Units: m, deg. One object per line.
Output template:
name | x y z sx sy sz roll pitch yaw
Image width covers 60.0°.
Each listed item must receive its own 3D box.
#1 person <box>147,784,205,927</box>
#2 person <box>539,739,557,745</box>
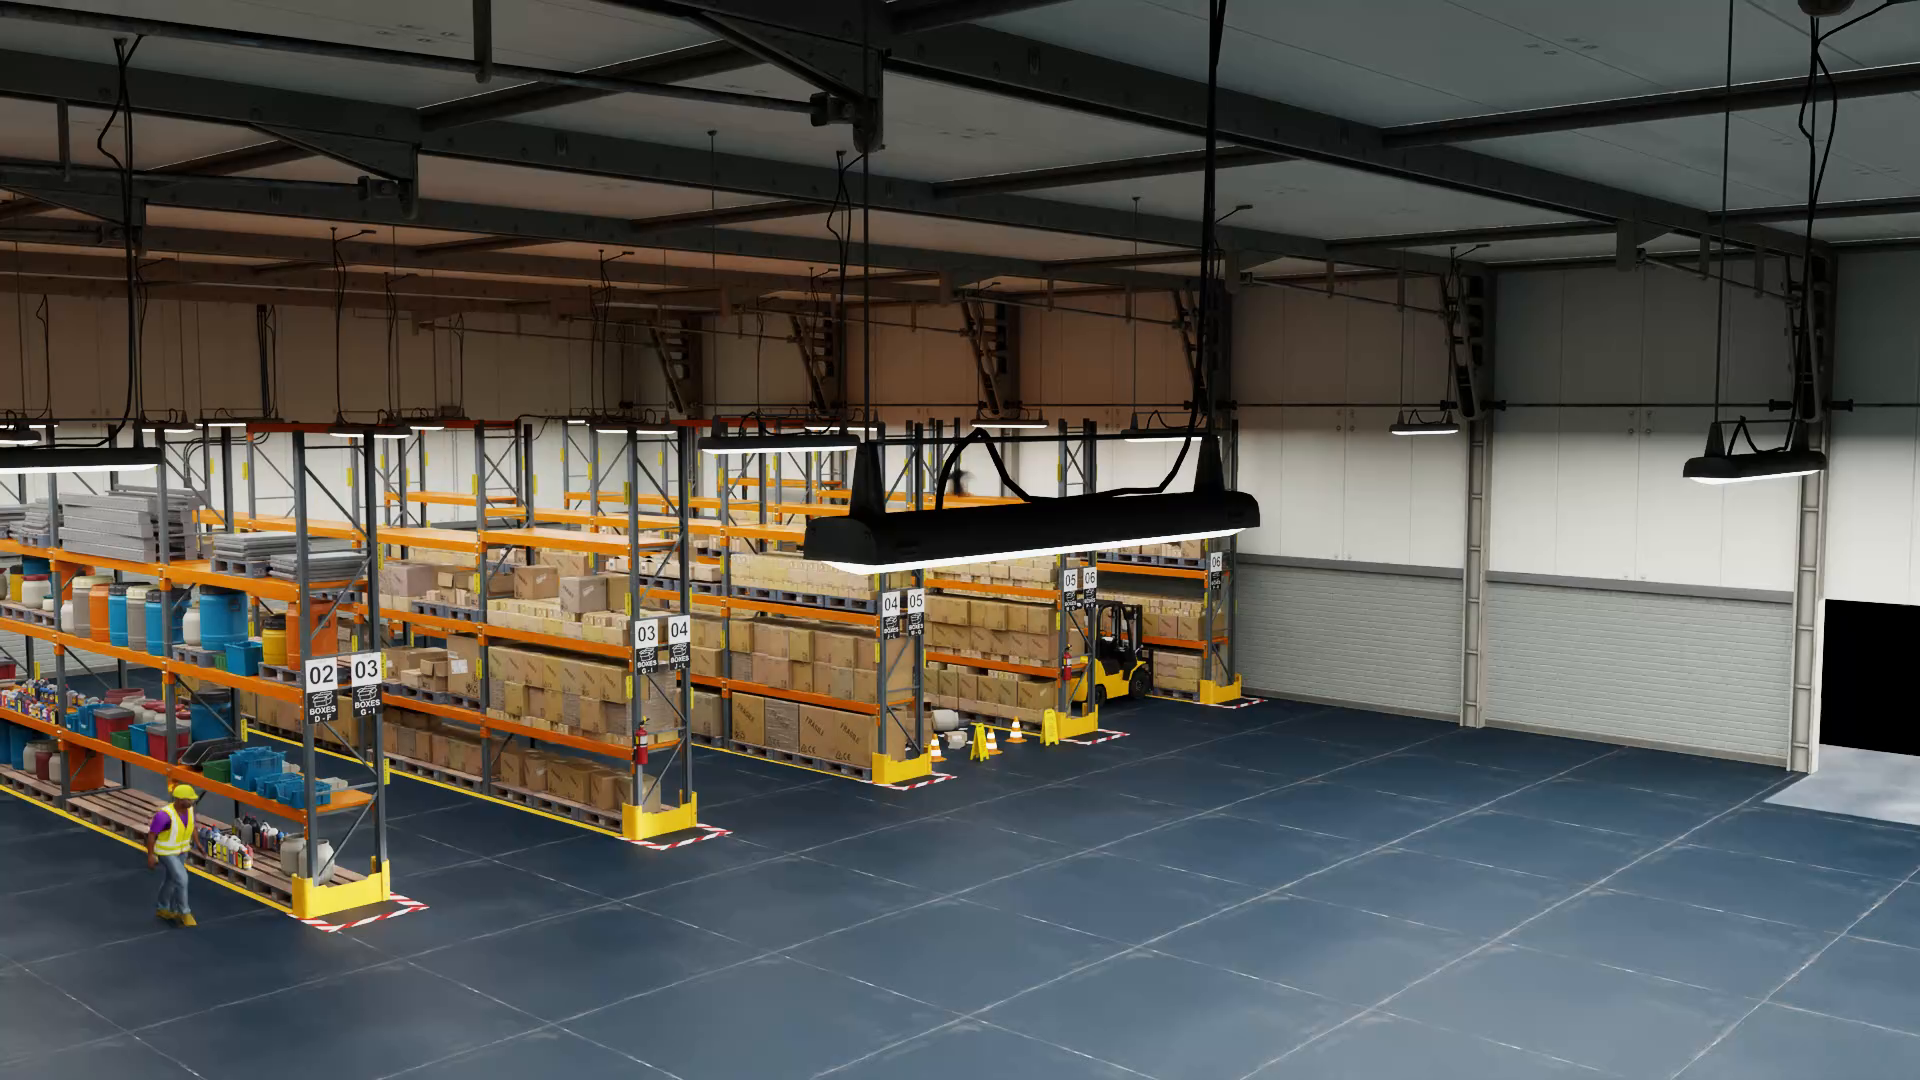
person | -9.575 3.819 20.189 0.739 1.760 0.678 2 5 20
person | -7.635 3.050 30.935 0.829 1.512 0.599 1 5 16
